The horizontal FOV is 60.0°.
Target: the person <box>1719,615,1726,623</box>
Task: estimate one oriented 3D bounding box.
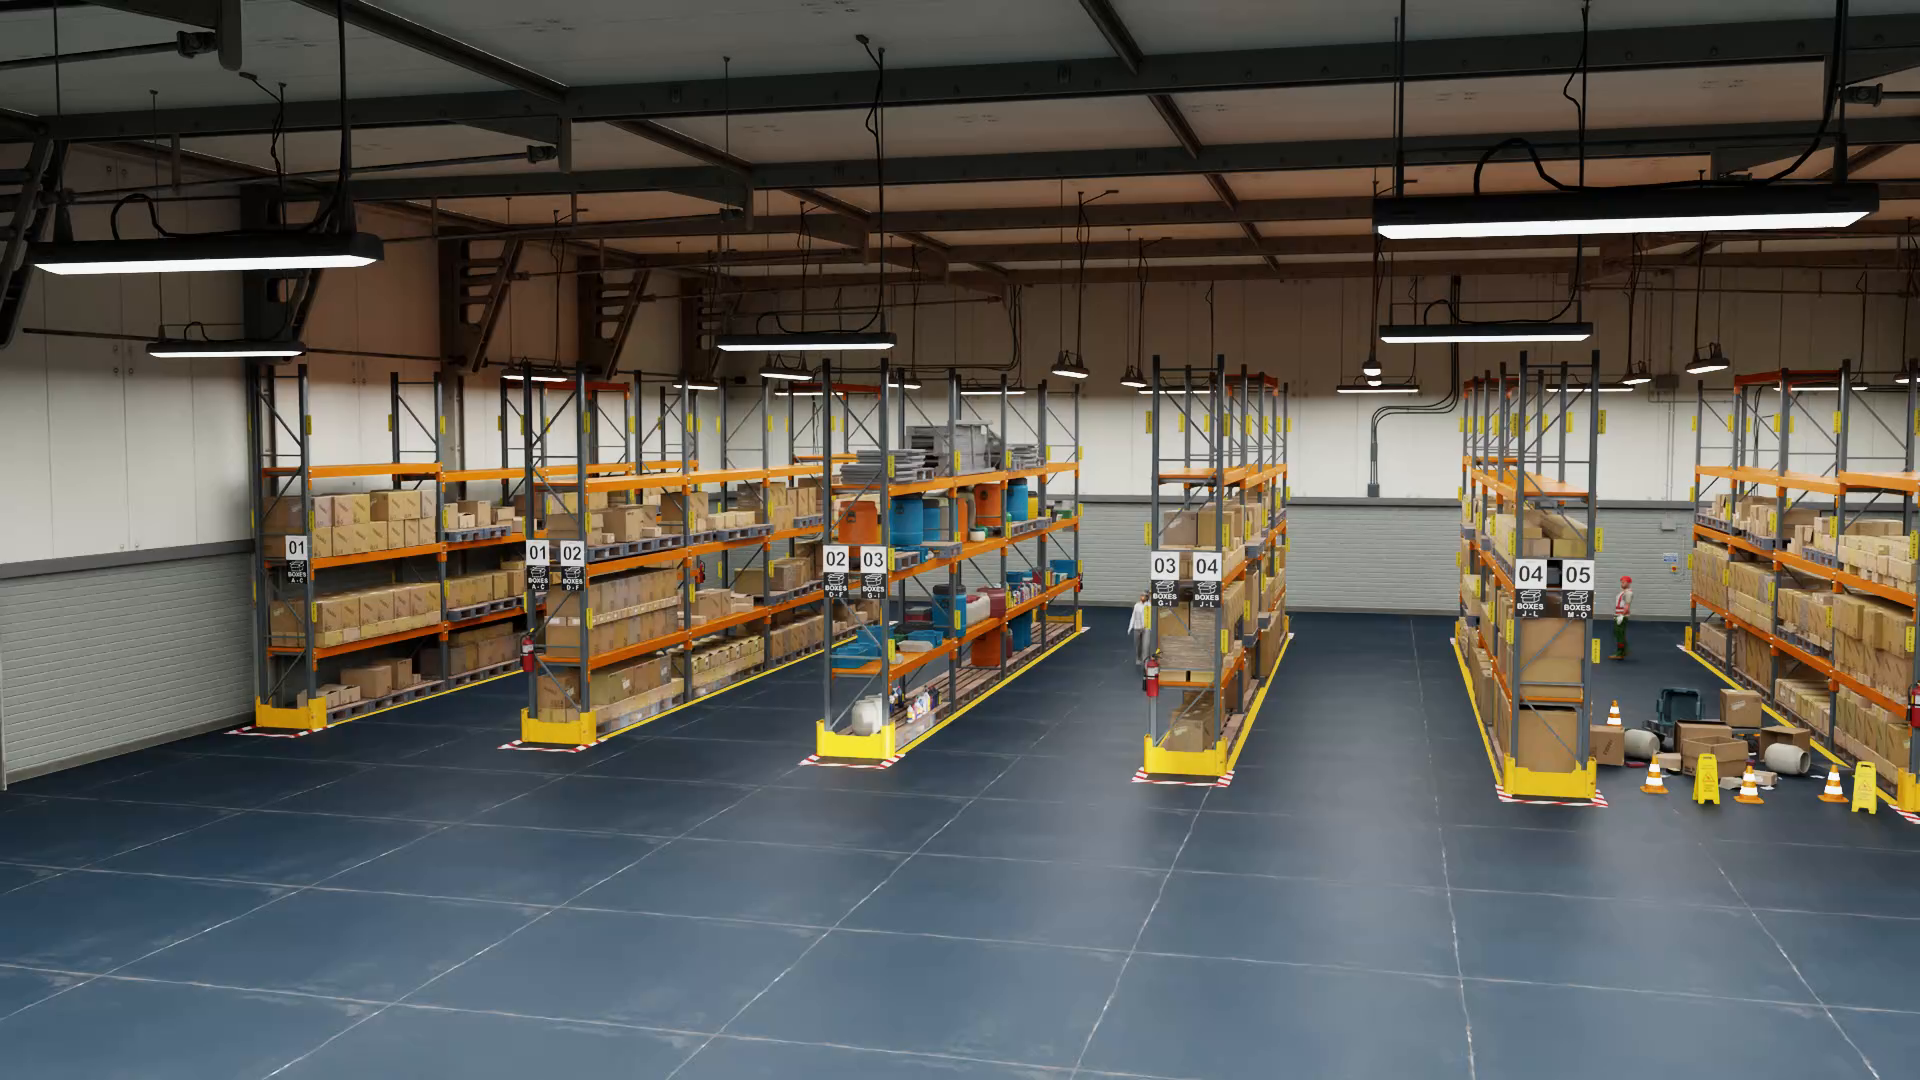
[{"bbox_3d":[18.009,1.461,38.867,0.584,1.702,0.557,0,4,5],"label":"person"}]

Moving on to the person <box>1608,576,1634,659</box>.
[{"bbox_3d":[14.133,1.654,35.536,0.503,1.794,0.599,2,4,27],"label":"person"}]

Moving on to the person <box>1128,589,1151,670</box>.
[{"bbox_3d":[3.750,1.820,34.162,0.571,1.646,0.951,1,4,9],"label":"person"}]
